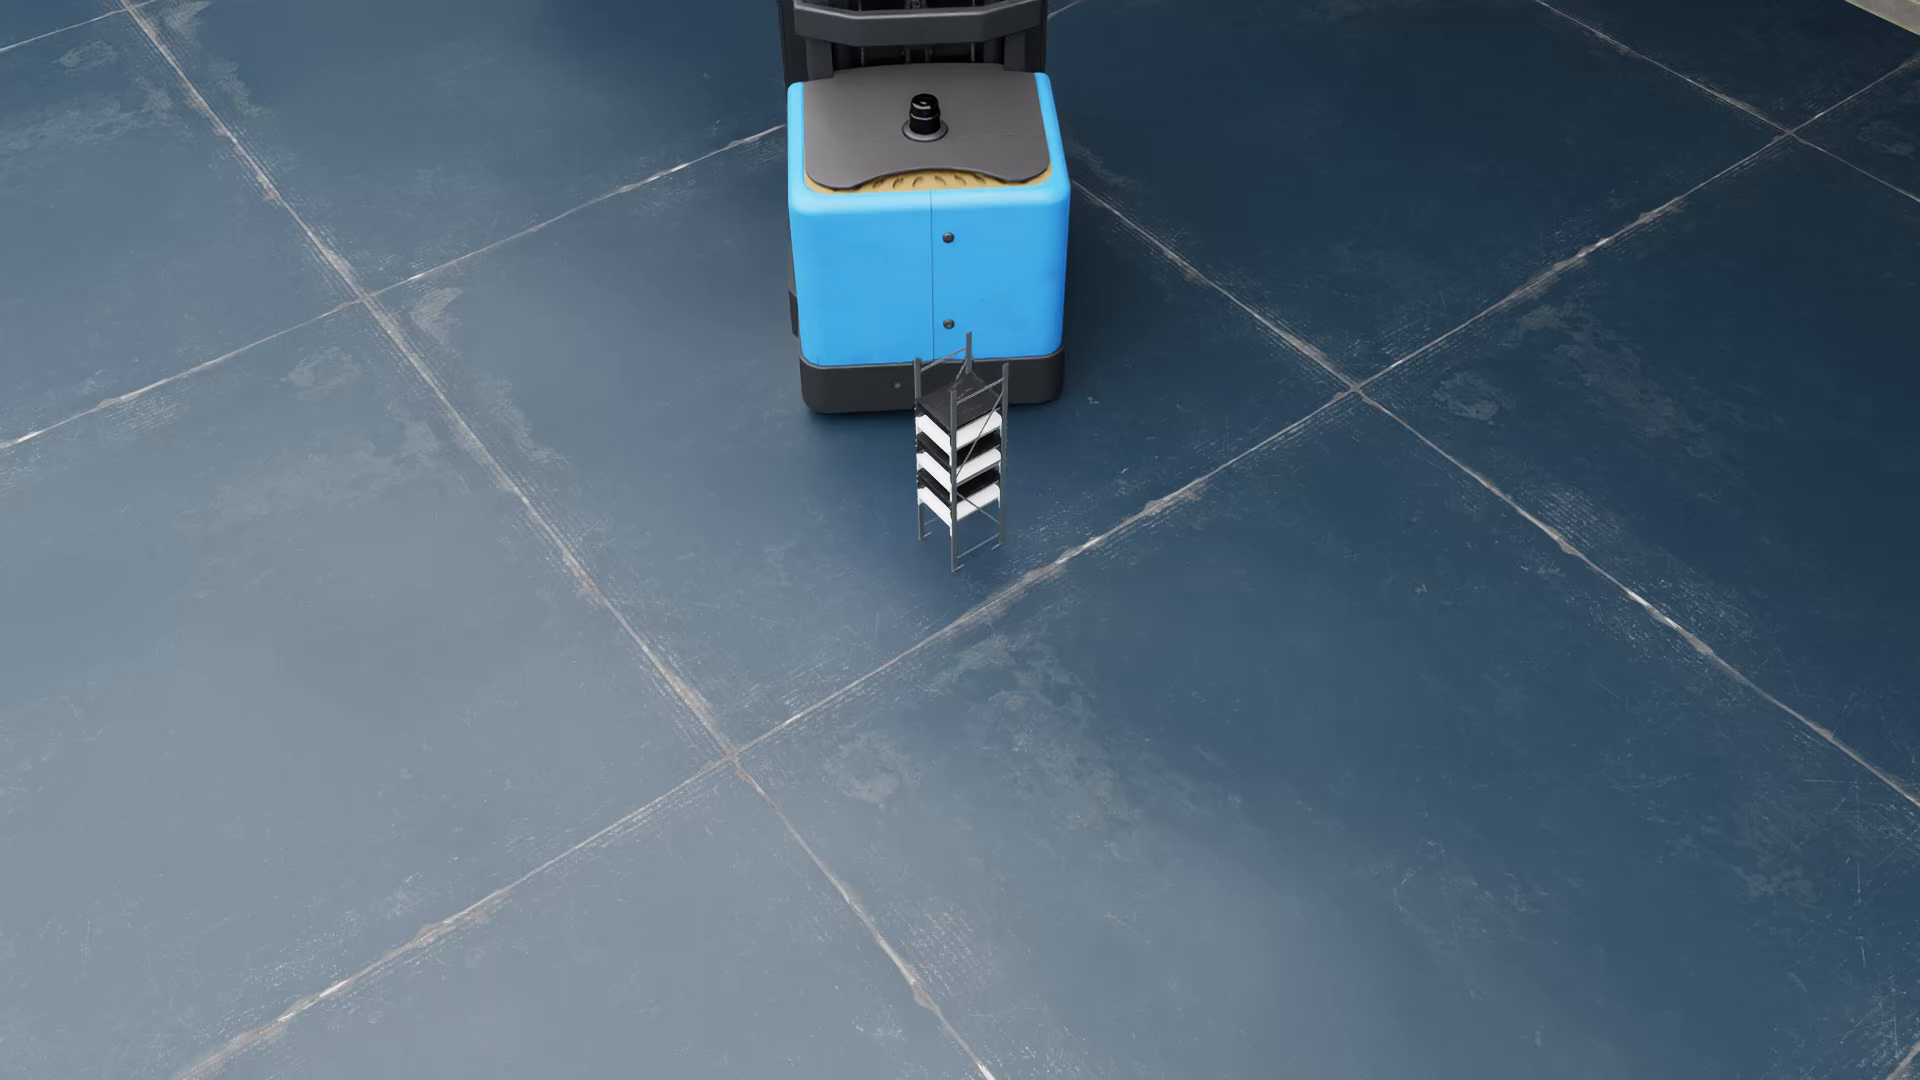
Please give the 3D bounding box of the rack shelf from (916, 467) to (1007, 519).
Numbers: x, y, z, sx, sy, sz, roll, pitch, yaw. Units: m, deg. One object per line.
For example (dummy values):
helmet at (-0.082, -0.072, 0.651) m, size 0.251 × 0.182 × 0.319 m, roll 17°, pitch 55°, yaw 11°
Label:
rack shelf at (0.005, -0.215, 6.004) m, size 0.258 × 0.077 × 0.200 m, roll -29°, pitch 54°, yaw -24°

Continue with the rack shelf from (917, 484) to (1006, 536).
rack shelf at (0.005, -0.154, 6.070) m, size 0.258 × 0.077 × 0.200 m, roll -29°, pitch 54°, yaw -24°

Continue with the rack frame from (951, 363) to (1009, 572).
rack frame at (0.066, -0.238, 5.858) m, size 0.240 × 0.900 × 0.006 m, roll -29°, pitch 54°, yaw -24°

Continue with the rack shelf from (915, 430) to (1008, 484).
rack shelf at (0.005, -0.336, 5.870) m, size 0.258 × 0.077 × 0.200 m, roll -29°, pitch 54°, yaw -24°

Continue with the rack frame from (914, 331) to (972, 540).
rack frame at (-0.057, -0.357, 5.967) m, size 0.240 × 0.900 × 0.006 m, roll -29°, pitch 54°, yaw -24°

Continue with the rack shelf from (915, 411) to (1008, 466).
rack shelf at (0.005, -0.396, 5.804) m, size 0.258 × 0.077 × 0.200 m, roll -29°, pitch 54°, yaw -24°

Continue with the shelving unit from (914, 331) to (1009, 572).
shelving unit at (0.005, -0.297, 5.912) m, size 0.258 × 0.900 × 0.210 m, roll -29°, pitch 54°, yaw -24°

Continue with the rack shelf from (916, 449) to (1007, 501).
rack shelf at (0.005, -0.275, 5.937) m, size 0.258 × 0.077 × 0.200 m, roll -29°, pitch 54°, yaw -24°

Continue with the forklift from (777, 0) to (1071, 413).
forklift at (-0.209, -2.580, 6.611) m, size 1.130 × 2.935 × 3.031 m, roll -3°, pitch 48°, yaw -3°

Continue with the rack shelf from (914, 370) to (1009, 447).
rack shelf at (0.005, -0.456, 5.737) m, size 0.258 × 0.077 × 0.200 m, roll -29°, pitch 54°, yaw -24°
